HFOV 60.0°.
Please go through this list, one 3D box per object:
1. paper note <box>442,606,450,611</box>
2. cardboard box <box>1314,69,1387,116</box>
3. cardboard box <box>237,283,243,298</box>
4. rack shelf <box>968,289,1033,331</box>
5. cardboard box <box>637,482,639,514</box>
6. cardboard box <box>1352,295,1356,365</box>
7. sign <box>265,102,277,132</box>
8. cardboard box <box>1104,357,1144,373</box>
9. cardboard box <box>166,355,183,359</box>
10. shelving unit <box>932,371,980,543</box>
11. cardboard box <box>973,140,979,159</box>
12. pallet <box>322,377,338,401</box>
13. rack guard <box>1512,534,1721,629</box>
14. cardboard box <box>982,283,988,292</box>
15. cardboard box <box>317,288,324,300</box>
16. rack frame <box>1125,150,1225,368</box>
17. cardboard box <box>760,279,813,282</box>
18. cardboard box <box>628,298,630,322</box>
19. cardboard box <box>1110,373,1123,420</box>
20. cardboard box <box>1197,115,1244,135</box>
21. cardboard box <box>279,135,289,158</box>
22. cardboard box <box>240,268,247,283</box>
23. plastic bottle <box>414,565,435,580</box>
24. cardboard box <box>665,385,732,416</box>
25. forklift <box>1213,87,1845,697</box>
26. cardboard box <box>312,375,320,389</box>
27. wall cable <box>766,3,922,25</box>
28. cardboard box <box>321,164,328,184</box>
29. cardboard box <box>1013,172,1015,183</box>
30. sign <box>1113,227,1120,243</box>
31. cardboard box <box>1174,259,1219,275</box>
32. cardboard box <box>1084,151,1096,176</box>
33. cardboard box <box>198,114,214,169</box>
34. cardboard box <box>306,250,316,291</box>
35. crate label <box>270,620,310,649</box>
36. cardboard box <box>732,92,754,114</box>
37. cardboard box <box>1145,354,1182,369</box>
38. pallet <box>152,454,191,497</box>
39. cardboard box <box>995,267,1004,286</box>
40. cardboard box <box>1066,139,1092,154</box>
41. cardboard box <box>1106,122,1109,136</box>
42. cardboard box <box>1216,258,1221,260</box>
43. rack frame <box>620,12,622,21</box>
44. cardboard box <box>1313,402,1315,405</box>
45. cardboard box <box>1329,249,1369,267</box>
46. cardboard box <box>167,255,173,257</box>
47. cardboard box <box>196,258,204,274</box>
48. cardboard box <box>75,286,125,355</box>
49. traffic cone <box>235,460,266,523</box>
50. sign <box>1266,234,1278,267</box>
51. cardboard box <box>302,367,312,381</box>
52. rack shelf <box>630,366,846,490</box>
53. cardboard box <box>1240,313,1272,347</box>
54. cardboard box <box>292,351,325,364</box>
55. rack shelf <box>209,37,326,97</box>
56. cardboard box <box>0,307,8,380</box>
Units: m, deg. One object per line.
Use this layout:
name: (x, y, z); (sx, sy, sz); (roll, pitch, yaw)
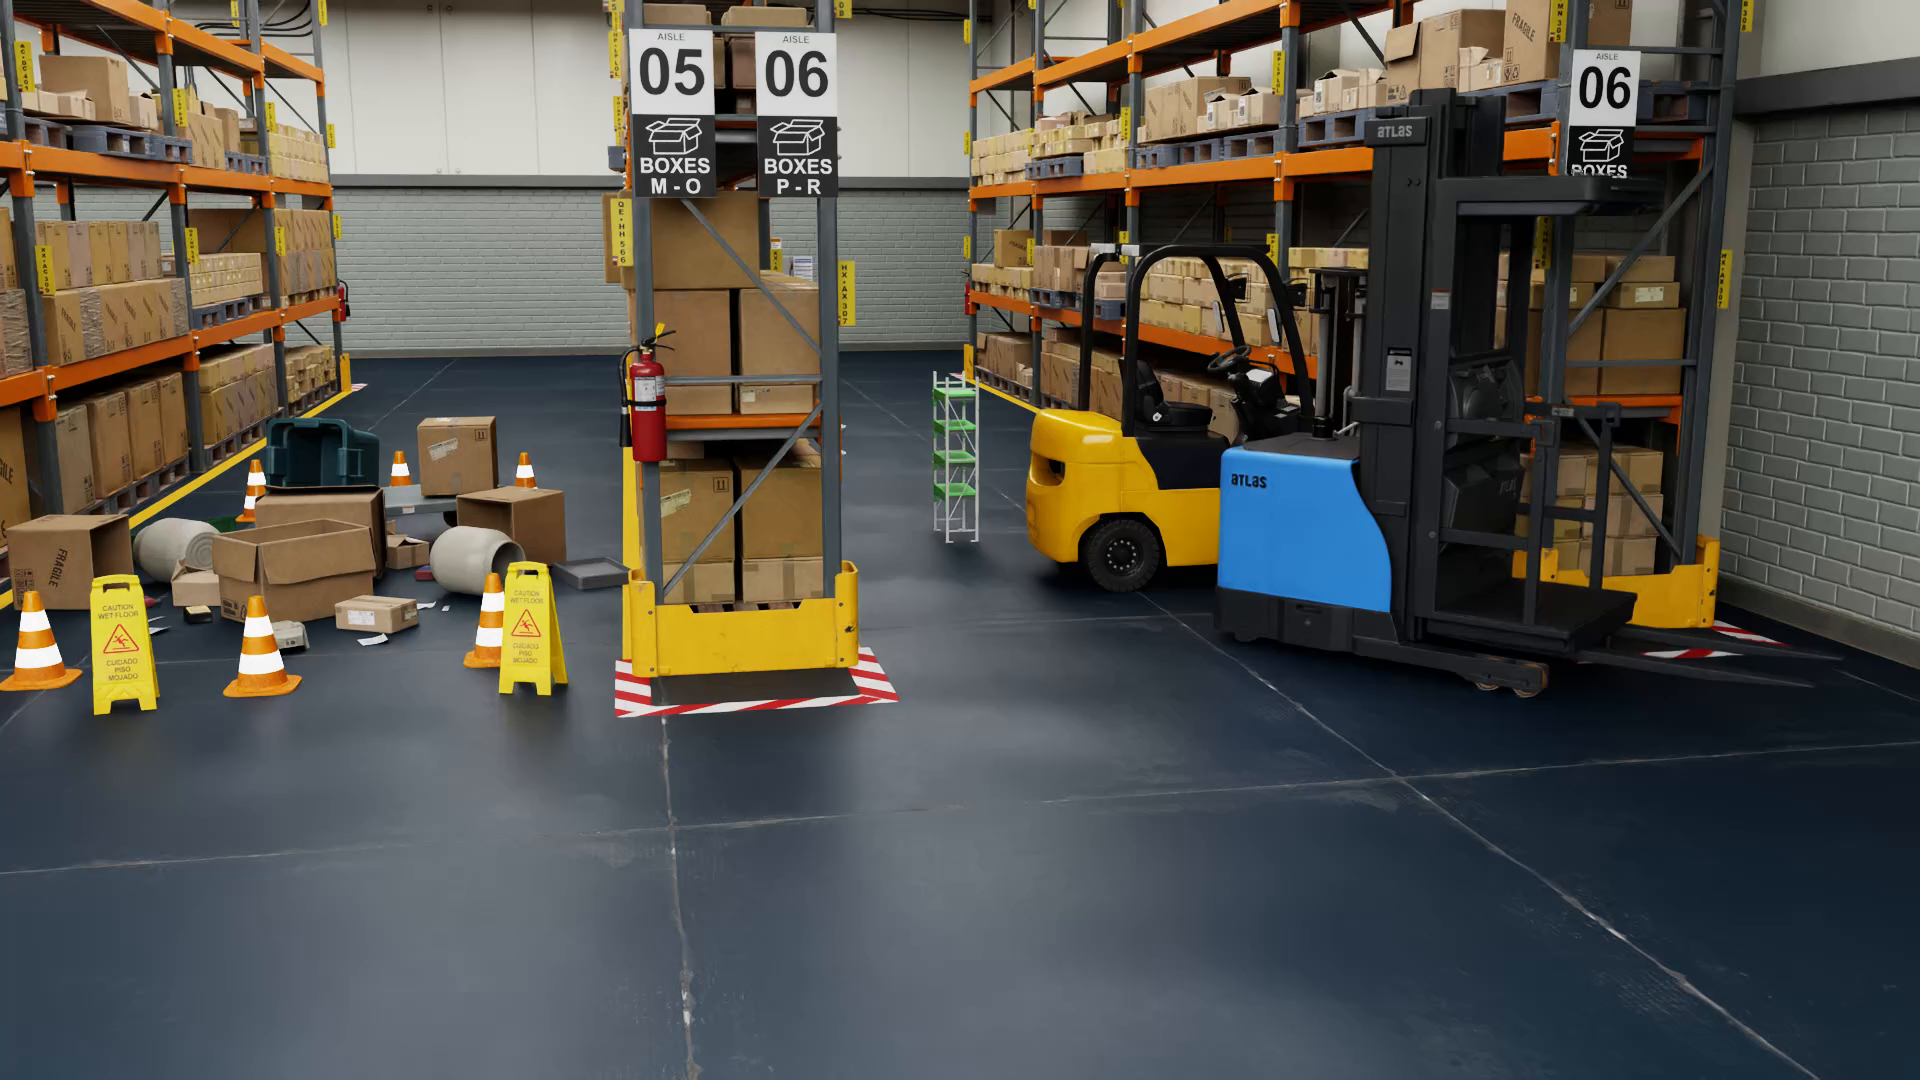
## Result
paper note: (-3.094, 0.411, 10.011); (0.032, 0.001, 0.123); (-2, 11, -11)
cardboard box: (2.897, -3.246, 12.052); (0.500, 0.311, 0.500); (-2, 11, -10)
cardboard box: (-7.808, -2.636, 17.575); (0.380, 0.149, 0.250); (-3, 11, -13)
rack shelf: (1.030, -3.203, 22.924); (1.077, 0.370, 4.000); (-2, 11, -11)
cardboard box: (-1.829, -0.454, 10.783); (0.500, 0.500, 0.500); (-2, 11, -8)
cardboard box: (3.022, -1.492, 11.747); (0.500, 0.500, 0.500); (-2, 11, -12)
sign: (-7.742, -4.751, 18.678); (0.100, 0.325, 0.005); (-2, 11, -11)
cardboard box: (1.769, -1.883, 17.894); (0.380, 0.149, 0.250); (-3, 11, -14)
cardboard box: (-8.090, -1.724, 16.791); (0.500, 0.250, 0.500); (-2, 11, -10)
shelving unit: (-0.032, -0.620, 12.244); (0.258, 1.200, 0.503); (-2, 11, -11)
cardboard box: (0.481, -5.624, 23.967); (0.500, 0.250, 0.500); (-2, 11, -12)
pallet: (-8.925, -2.009, 22.187); (1.003, 0.211, 1.213); (-2, 11, -11)
rack guard: (3.757, 0.244, 9.577); (1.175, 0.500, 0.348); (-2, 11, -11)
cardboard box: (0.530, -3.684, 24.202); (0.380, 0.149, 0.250); (-2, 11, -10)
cardboard box: (-8.575, -3.232, 21.825); (0.380, 0.149, 0.250); (-2, 11, -9)
rack frame: (2.197, -2.456, 17.075); (1.000, 3.000, 0.127); (-2, 11, -11)
cardboard box: (-1.140, -1.288, 9.876); (0.500, 0.500, 0.500); (-2, 11, -12)
cardboard box: (-3.139, -2.377, 17.064); (0.500, 0.250, 0.500); (-2, 11, -10)
cardboard box: (1.904, -1.504, 17.636); (0.500, 0.500, 0.500); (-2, 11, -9)
cardboard box: (2.313, -3.660, 14.660); (0.380, 0.149, 0.250); (-2, 11, -12)
cardboard box: (-8.236, -4.643, 19.612); (0.500, 0.250, 0.500); (-2, 11, -11)
cardboard box: (-7.859, -2.829, 17.789); (0.380, 0.149, 0.250); (-2, 11, -13)
plastic bottle: (-3.482, 0.208, 10.942); (0.133, 0.061, 0.283); (0, 11, -1)
cardboard box: (-1.398, -0.744, 8.757); (0.380, 0.149, 0.250); (-2, 11, -9)
forklift: (2.880, -0.781, 8.460); (3.031, 2.935, 1.130); (8, 14, 37)
cardboard box: (-8.435, -2.025, 21.313); (0.380, 0.149, 0.250); (-2, 11, -10)
wall cable: (-2.132, -7.861, 29.332); (2.988, 3.039, 0.133); (-2, 11, -11)
cardboard box: (-8.715, -4.869, 22.135); (0.500, 0.250, 0.500); (-2, 11, -12)
cardboard box: (0.904, -4.784, 21.960); (0.380, 0.149, 0.250); (-2, 11, -9)
sign: (1.962, -3.779, 20.931); (0.100, 0.325, 0.005); (-2, 11, -11)
cardboard box: (2.240, -2.567, 15.656); (0.380, 0.149, 0.250); (-2, 11, -10)
cardboard box: (1.663, -4.125, 18.223); (0.500, 0.250, 0.500); (-2, 11, -11)
cardboard box: (-7.462, -3.804, 15.872); (0.500, 0.500, 0.500); (-2, 11, -11)
cardboard box: (-8.433, -3.386, 20.901); (0.500, 0.500, 0.500); (-2, 11, -8)
crate label: (-3.701, 0.528, 9.056); (0.250, 0.136, 0.298); (-9, 14, -40)
cardboard box: (-1.000, -2.275, 8.775); (0.380, 0.149, 0.250); (-2, 11, -13)
cardboard box: (2.249, -1.952, 18.257); (0.380, 0.149, 0.250); (-2, 11, -10)
pallet: (-7.428, -0.559, 14.567); (1.003, 0.211, 1.213); (-2, 11, -11)
cardboard box: (0.785, -3.624, 22.819); (0.500, 0.250, 0.500); (-2, 11, -13)
cardboard box: (1.411, -4.444, 18.784); (0.380, 0.149, 0.250); (-2, 11, -10)
cardboard box: (1.783, -4.397, 17.792); (0.380, 0.149, 0.250); (-2, 11, -12)
cardboard box: (2.610, -2.677, 16.238); (0.380, 0.149, 0.250); (-2, 11, -11)
rack frame: (-3.449, -5.955, 19.417); (1.000, 3.000, 0.127); (-2, 11, -11)
cardboard box: (2.851, -0.874, 12.324); (0.500, 0.250, 0.500); (-2, 11, -11)
cardboard box: (2.893, -2.024, 12.013); (0.380, 0.149, 0.250); (-2, 11, -10)
cardboard box: (-8.456, -2.905, 17.393); (0.380, 0.149, 0.250); (-2, 11, -11)
cardboard box: (-7.505, -2.637, 15.987); (0.380, 0.149, 0.250); (-2, 11, -11)
cardboard box: (-6.761, -1.682, 12.743); (0.500, 0.500, 0.500); (-2, 11, -11)
traffic cone: (-5.509, -0.397, 13.044); (0.336, 0.463, 0.334); (-2, 11, -11)
sign: (2.444, -2.230, 13.007); (0.100, 0.325, 0.005); (-2, 11, -11)
cardboard box: (-8.329, -2.075, 20.784); (0.380, 0.149, 0.250); (-2, 11, -11)
rack shelf: (-1.505, -0.820, 10.409); (1.077, 0.370, 4.000); (-2, 11, -11)
cardboard box: (2.620, -1.731, 13.670); (0.500, 0.250, 0.500); (-2, 11, -10)
cardboard box: (-8.449, -2.365, 21.511); (0.380, 0.149, 0.250); (-2, 11, -9)
rack shelf: (-8.674, -5.768, 20.368); (1.077, 0.370, 4.000); (-2, 11, -11)
cardboard box: (-6.517, -1.249, 10.333); (0.875, 0.550, 0.550); (-2, 11, -11)
